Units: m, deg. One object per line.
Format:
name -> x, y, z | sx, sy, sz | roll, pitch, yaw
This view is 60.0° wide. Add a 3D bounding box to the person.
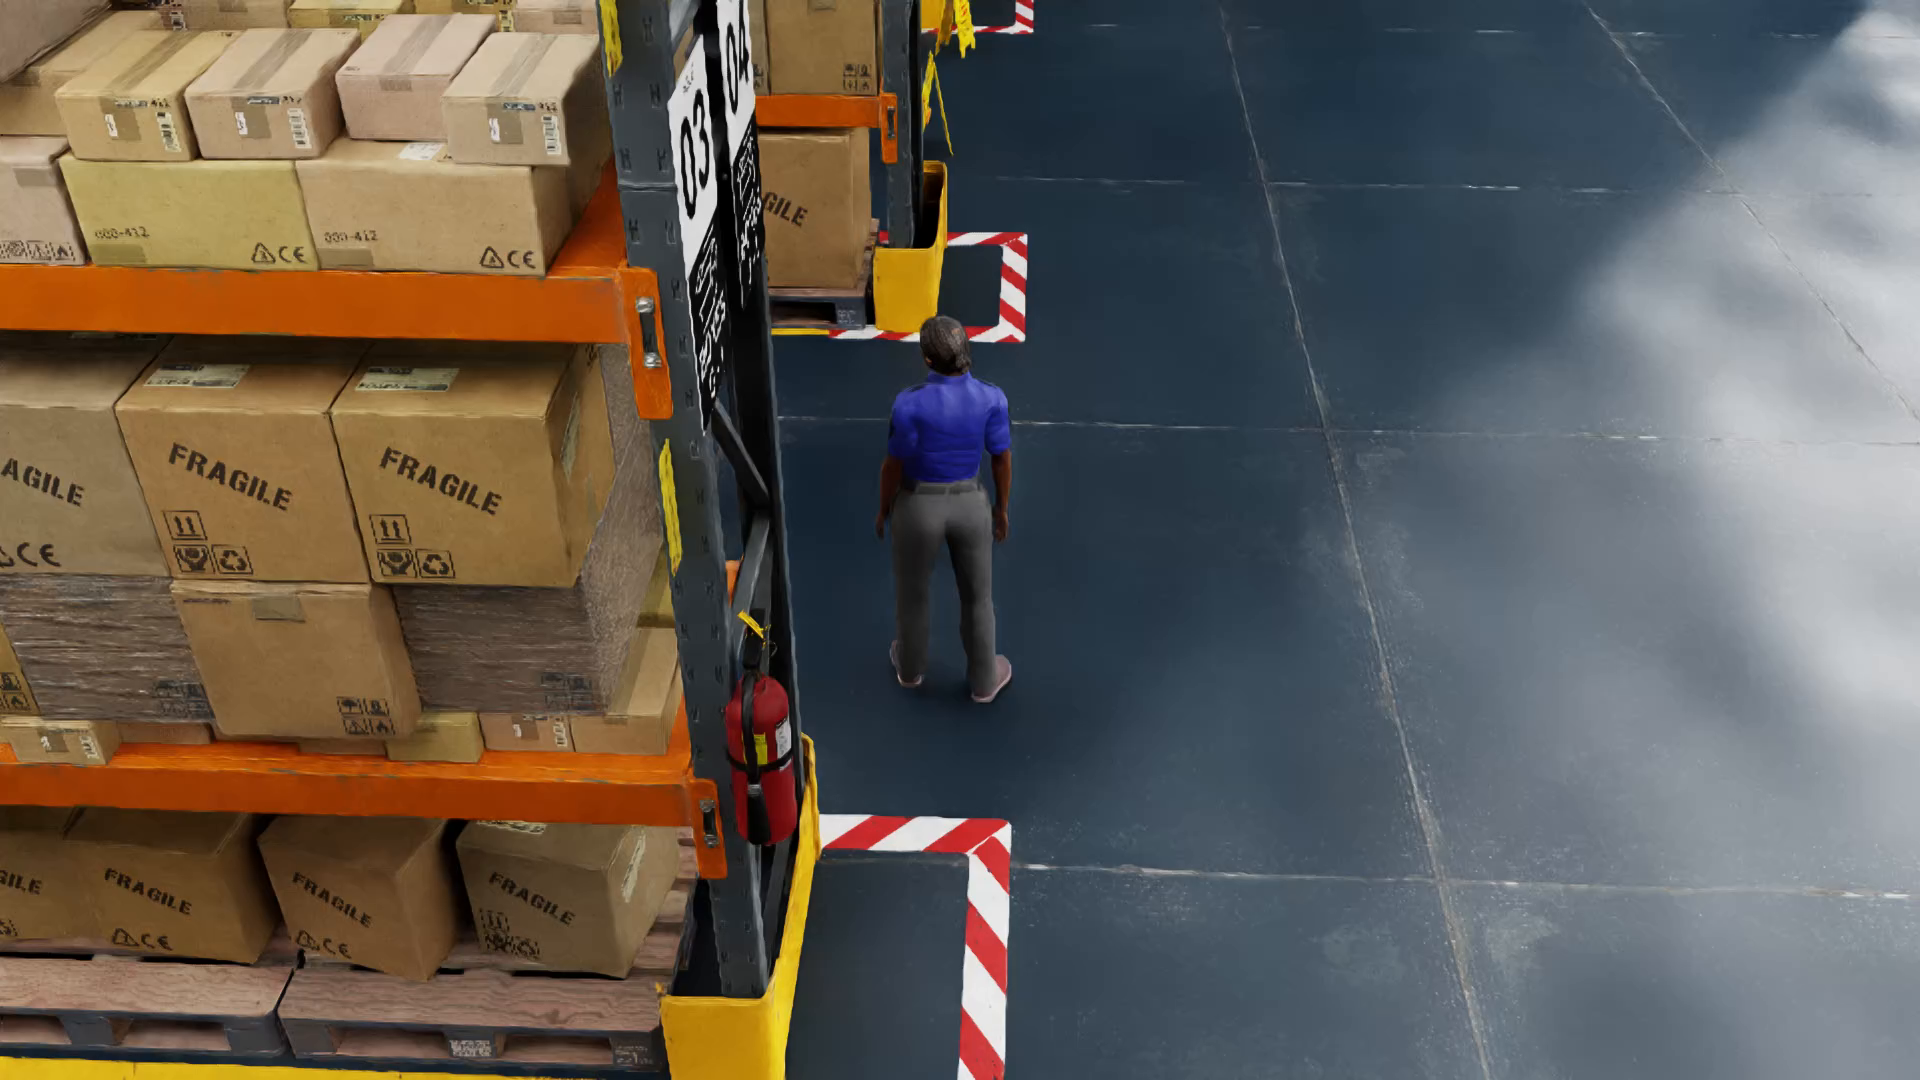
person -> -0.056, -0.120, 6.274 | 0.532, 1.666, 0.437 | -7, 36, -9
